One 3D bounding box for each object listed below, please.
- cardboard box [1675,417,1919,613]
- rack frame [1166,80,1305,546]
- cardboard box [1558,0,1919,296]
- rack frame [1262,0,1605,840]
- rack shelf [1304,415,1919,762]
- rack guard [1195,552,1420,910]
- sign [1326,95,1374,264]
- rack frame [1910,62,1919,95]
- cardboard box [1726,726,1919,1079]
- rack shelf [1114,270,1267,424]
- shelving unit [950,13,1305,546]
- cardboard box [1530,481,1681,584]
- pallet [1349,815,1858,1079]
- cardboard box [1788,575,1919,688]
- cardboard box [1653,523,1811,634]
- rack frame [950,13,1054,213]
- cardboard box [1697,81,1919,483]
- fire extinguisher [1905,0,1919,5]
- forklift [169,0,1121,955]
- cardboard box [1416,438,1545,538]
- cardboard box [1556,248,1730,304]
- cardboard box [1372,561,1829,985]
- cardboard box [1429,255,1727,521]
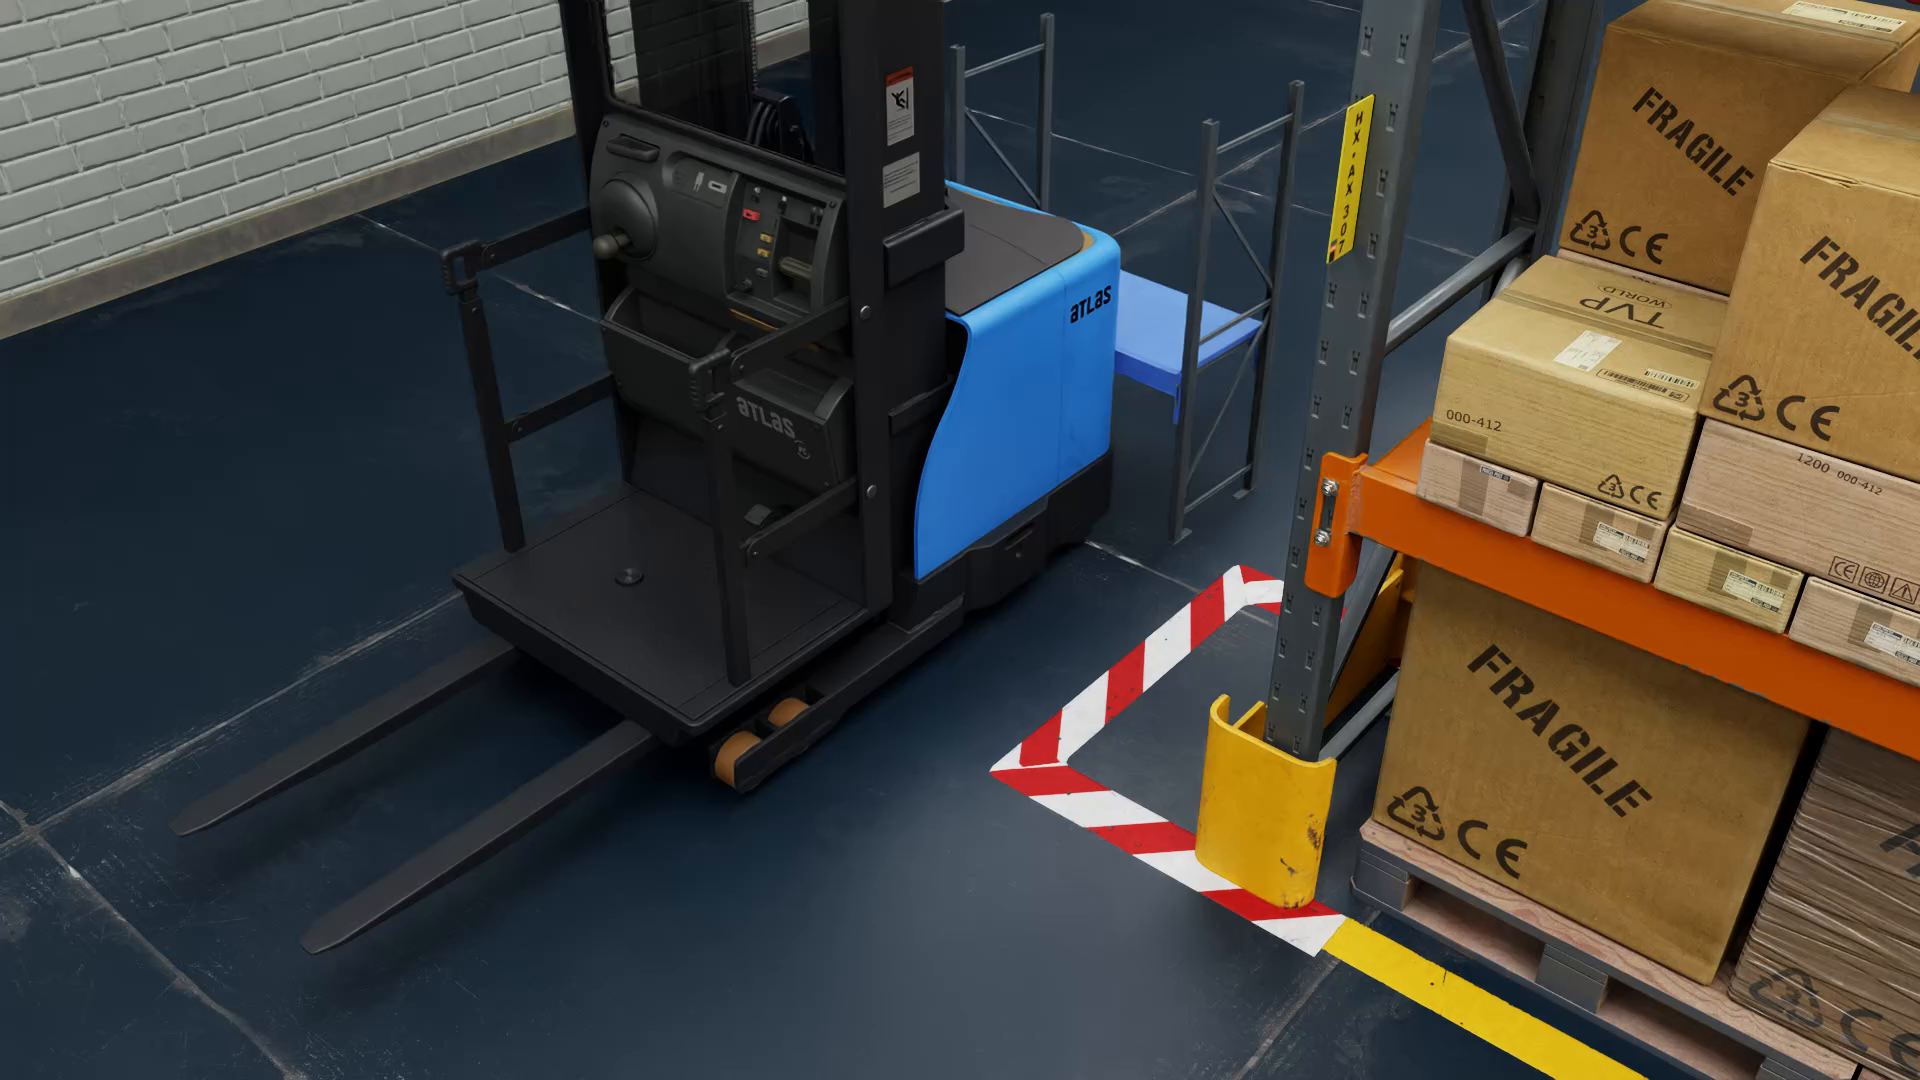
[{"bbox_3d":[1.734,-0.147,3.185,0.500,0.250,0.500,25,41,31],"label":"cardboard box"},{"bbox_3d":[0.893,-0.707,5.455,0.032,1.500,0.500,28,43,34],"label":"rack frame"},{"bbox_3d":[1.677,-0.871,3.576,0.500,0.500,0.500,26,42,32],"label":"cardboard box"},{"bbox_3d":[1.135,-0.563,3.921,0.127,3.000,1.000,25,42,32],"label":"rack frame"},{"bbox_3d":[2.672,0.458,3.070,4.000,0.370,1.077,25,42,32],"label":"rack shelf"},{"bbox_3d":[1.116,0.458,4.641,0.348,0.500,1.175,25,42,32],"label":"rack guard"},{"bbox_3d":[0.775,-0.714,3.305,0.005,0.325,0.100,25,42,32],"label":"sign"},{"bbox_3d":[4.386,-2.685,7.010,0.127,3.000,1.000,25,42,32],"label":"rack frame"},{"bbox_3d":[2.377,0.666,3.637,0.875,0.875,0.875,25,42,32],"label":"cardboard box"},{"bbox_3d":[0.520,-0.754,5.841,1.000,0.185,0.538,28,43,34],"label":"rack shelf"},{"bbox_3d":[0.520,-0.902,5.739,1.048,1.500,0.538,28,43,34],"label":"shelving unit"},{"bbox_3d":[1.394,-0.095,3.461,0.250,0.149,0.380,25,41,31],"label":"cardboard box"},{"bbox_3d":[1.799,0.842,4.338,1.213,0.211,1.003,25,42,32],"label":"pallet"},{"bbox_3d":[1.793,0.091,3.190,0.250,0.149,0.380,25,41,31],"label":"cardboard box"},{"bbox_3d":[1.591,-0.003,3.326,0.250,0.149,0.380,24,41,31],"label":"cardboard box"},{"bbox_3d":[0.146,-1.097,6.023,0.032,1.500,0.500,28,43,34],"label":"rack frame"},{"bbox_3d":[1.715,-0.461,2.979,0.500,0.500,0.500,24,41,31],"label":"cardboard box"},{"bbox_3d":[4.487,-2.791,7.562,0.183,0.674,0.296,25,42,32],"label":"fire extinguisher"},{"bbox_3d":[-0.809,-0.820,4.356,1.130,2.935,3.031,26,42,32],"label":"forklift"},{"bbox_3d":[1.196,-0.188,3.596,0.250,0.149,0.380,26,42,32],"label":"cardboard box"},{"bbox_3d":[1.677,-0.564,3.792,0.500,0.250,0.500,25,41,31],"label":"cardboard box"},{"bbox_3d":[1.678,0.336,4.116,0.875,0.875,0.875,25,42,32],"label":"cardboard box"},{"bbox_3d":[1.331,-0.333,3.455,0.500,0.250,0.500,24,41,31],"label":"cardboard box"}]
